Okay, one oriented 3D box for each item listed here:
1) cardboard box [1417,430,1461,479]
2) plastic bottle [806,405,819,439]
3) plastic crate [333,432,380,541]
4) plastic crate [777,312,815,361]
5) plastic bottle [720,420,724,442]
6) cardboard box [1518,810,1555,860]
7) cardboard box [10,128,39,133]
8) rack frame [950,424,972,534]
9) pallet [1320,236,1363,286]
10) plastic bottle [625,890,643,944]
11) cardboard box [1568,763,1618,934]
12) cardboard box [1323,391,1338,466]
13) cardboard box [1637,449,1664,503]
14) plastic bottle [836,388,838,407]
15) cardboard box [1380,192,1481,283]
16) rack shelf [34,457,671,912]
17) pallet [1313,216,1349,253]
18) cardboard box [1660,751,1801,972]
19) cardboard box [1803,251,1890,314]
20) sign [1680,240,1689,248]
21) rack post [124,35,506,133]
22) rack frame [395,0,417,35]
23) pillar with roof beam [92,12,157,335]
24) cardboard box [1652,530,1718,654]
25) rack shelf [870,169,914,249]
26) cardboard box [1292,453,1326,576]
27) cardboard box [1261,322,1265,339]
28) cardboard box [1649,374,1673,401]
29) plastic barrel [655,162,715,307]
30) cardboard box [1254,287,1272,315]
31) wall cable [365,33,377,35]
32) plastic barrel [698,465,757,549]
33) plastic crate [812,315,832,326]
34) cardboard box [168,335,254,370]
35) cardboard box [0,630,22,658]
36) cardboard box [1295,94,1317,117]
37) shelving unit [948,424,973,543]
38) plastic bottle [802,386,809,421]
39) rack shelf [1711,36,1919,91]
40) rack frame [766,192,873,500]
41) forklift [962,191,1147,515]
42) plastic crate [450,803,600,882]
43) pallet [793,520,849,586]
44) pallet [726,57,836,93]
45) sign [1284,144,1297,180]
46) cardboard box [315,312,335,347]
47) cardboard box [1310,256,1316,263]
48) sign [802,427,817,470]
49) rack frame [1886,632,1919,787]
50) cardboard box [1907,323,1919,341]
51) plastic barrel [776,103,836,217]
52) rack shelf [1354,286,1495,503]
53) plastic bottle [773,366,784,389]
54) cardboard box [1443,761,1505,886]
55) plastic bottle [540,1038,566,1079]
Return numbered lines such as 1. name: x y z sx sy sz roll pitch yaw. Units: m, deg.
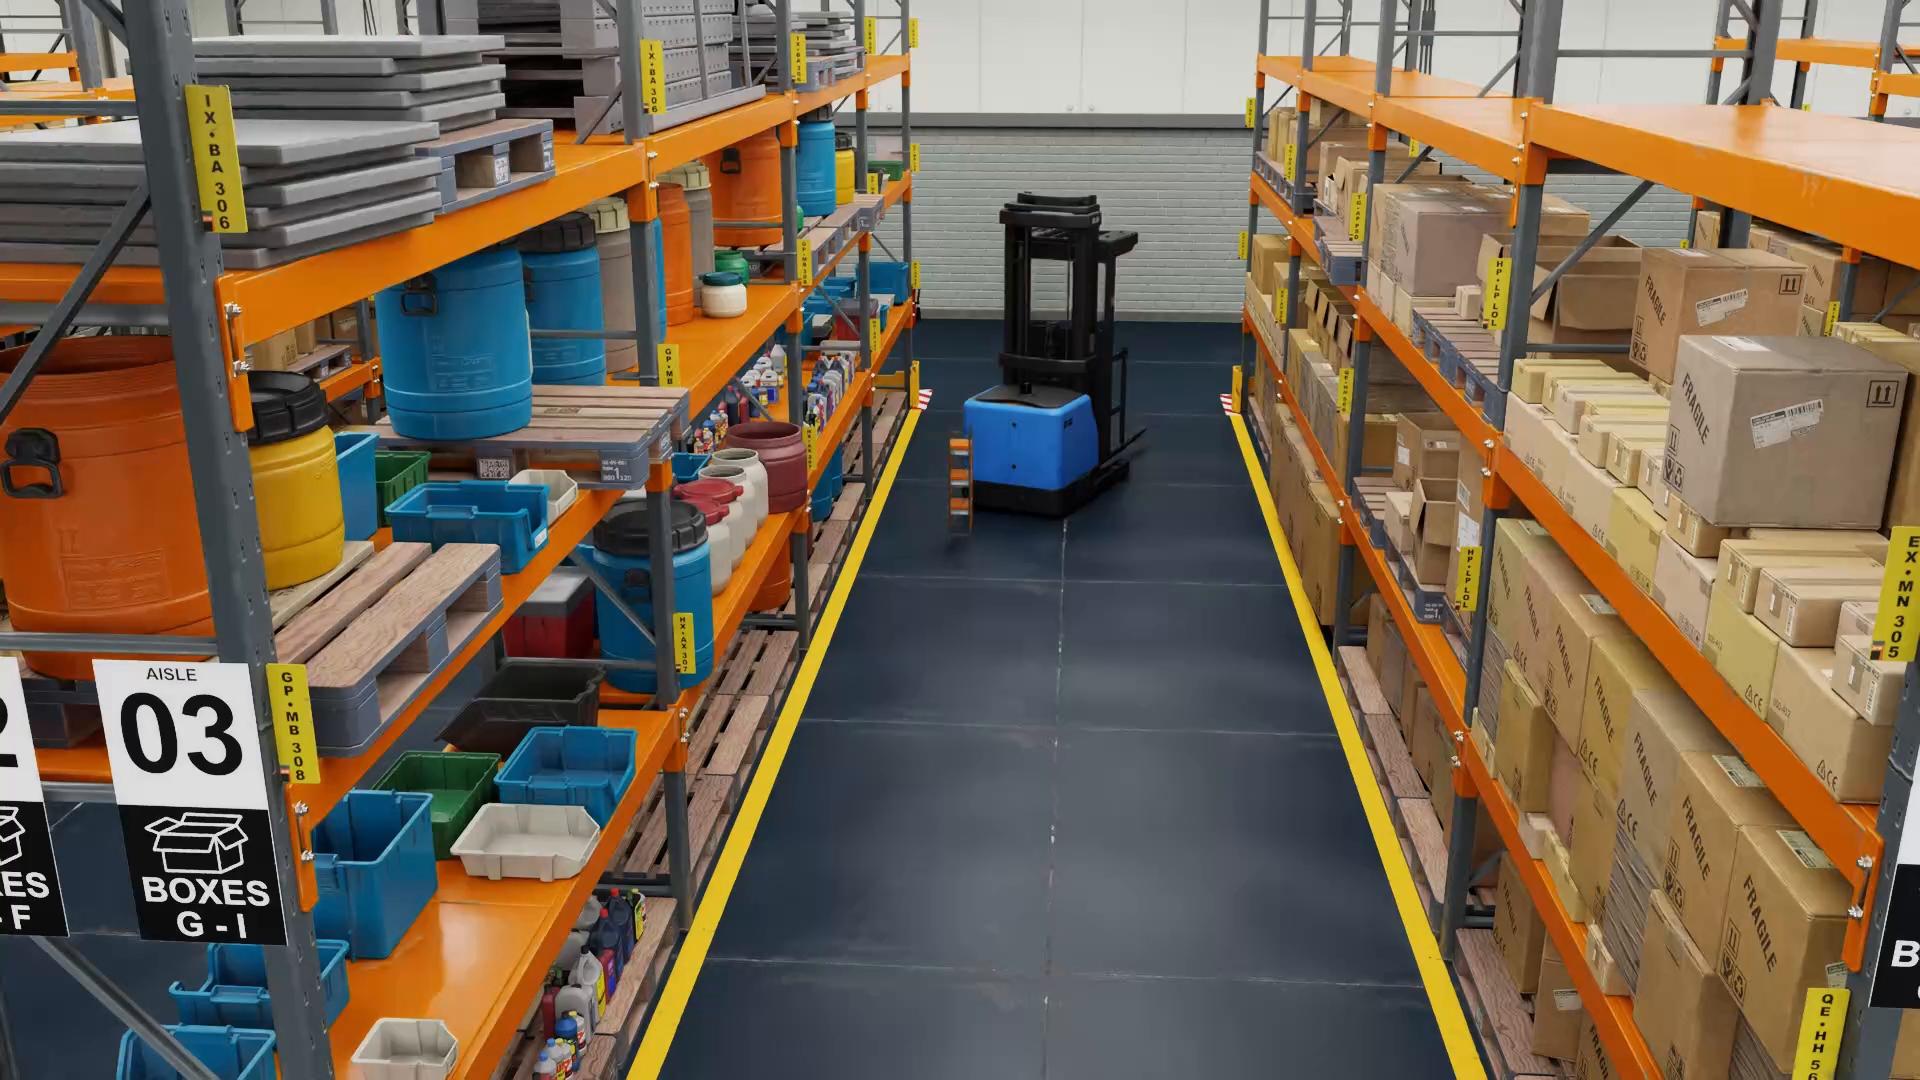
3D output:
1. cardboard box: 3.348 -0.397 10.810 0.700 0.500 0.500 4 19 12
2. plastic bottle: -1.205 -0.963 13.578 0.097 0.271 0.097 0 18 0
3. plastic crate: -2.390 -0.137 6.059 0.392 0.384 0.575 1 18 4
4. plastic crate: -1.673 -2.021 16.529 0.392 0.384 0.575 1 18 4
5. plastic bottle: -1.972 -0.904 13.510 0.097 0.201 0.097 0 18 0
6. cardboard box: 2.597 1.238 7.059 0.380 0.149 0.250 1 18 4
7. cardboard box: -10.785 -4.517 18.806 0.500 0.250 0.500 1 18 2
8. rack frame: 0.013 -0.553 15.253 0.200 1.050 0.008 1 18 4
9. pallet: 3.281 -2.031 12.117 1.213 0.211 1.003 2 18 6
10. plastic bottle: -1.645 1.876 8.363 0.061 0.283 0.133 2 18 7
11. cardboard box: 2.823 1.164 6.242 0.875 0.500 0.500 1 18 4
12. cardboard box: 3.117 -0.855 12.882 0.500 0.500 0.500 1 18 3
13. cardboard box: 2.630 -0.215 5.872 0.380 0.149 0.250 2 18 5
14. plastic bottle: -1.125 -1.275 14.642 0.097 0.201 0.097 0 18 0
15. cardboard box: 2.957 -1.907 10.472 0.500 0.500 0.500 1 18 4
16. rack shelf: -2.083 0.175 6.236 1.077 0.370 4.000 1 18 4
17. pallet: 3.358 -2.378 13.177 1.003 0.211 1.213 2 18 6
18. cardboard box: 2.537 0.995 5.153 0.500 0.500 0.500 1 18 4
19. cardboard box: 8.278 -2.410 15.545 0.500 0.500 0.500 1 18 2
20. sign: 8.260 -3.260 18.992 0.100 0.325 0.005 1 18 4
21. rack post: -2.119 -1.538 5.612 0.937 0.300 0.954 1 18 3
22. rack frame: -6.020 -6.052 19.268 1.000 3.000 0.127 1 18 4
23. pillar with roof beam: -7.336 -6.923 21.927 9.100 9.000 0.400 1 18 4
24. cardboard box: 2.573 0.167 5.347 0.500 0.250 0.500 2 18 5
25. rack shelf: -1.223 -3.552 17.610 1.077 0.370 4.000 1 18 4
26. cardboard box: 3.429 -0.175 13.704 1.225 0.875 0.875 1 18 4
27. cardboard box: 3.380 -2.197 17.542 0.380 0.149 0.250 2 18 5
28. cardboard box: 3.155 -0.607 7.069 0.380 0.149 0.250 1 18 5
29. plastic barrel: -1.928 -2.018 10.970 0.600 0.901 0.600 0 18 0
30. cardboard box: 3.487 -2.588 18.095 0.500 0.250 0.500 1 18 2
31. wall cable: -10.199 -6.434 25.422 3.097 2.526 0.112 1 18 4
32. plastic barrel: -1.544 -0.203 10.872 0.421 0.512 0.421 0 18 0
33. plastic crate: -1.541 -2.298 17.773 0.293 0.136 0.466 1 18 4
34. cardboard box: -6.405 -1.441 13.997 0.700 0.500 0.500 5 19 14
35. cardboard box: -6.493 0.766 10.935 0.500 0.311 0.500 2 18 5
36. cardboard box: 3.706 -4.428 16.929 0.500 0.250 0.500 1 18 2
37. shelving unit: 0.004 -0.516 15.137 0.215 1.050 0.252 1 18 4
38. plastic bottle: -1.346 -1.150 14.023 0.144 0.351 0.185 1 18 4
39. rack shelf: 8.657 -4.723 16.373 1.077 0.370 4.000 1 18 4
40. rack frame: -1.366 -1.847 16.070 1.000 3.000 0.127 1 18 4
41. forklift: 1.109 -2.048 16.795 1.130 2.935 3.031 8 20 24
42. plastic crate: -1.803 1.273 6.972 0.530 0.136 0.437 1 18 4
43. pallet: -1.548 0.097 14.616 1.003 0.211 1.213 1 18 4
44. pallet: -1.570 -3.399 12.118 1.213 0.211 1.003 1 18 4
45. sign: 3.020 -3.457 15.209 0.100 0.325 0.005 1 18 4
46. cardboard box: -6.527 -2.167 16.886 0.500 0.500 0.500 2 18 5
47. cardboard box: 4.088 -3.248 18.904 0.500 0.500 0.500 2 18 5
48. sign: -1.104 -0.672 12.222 0.100 0.325 0.005 1 18 4
49. rack frame: 2.714 -0.860 3.424 1.000 3.000 0.127 1 18 4
50. cardboard box: 8.680 -1.828 14.786 0.380 0.149 0.250 2 18 6
51. plastic barrel: -1.336 -3.177 13.831 0.600 0.901 0.708 1 18 4
52. rack shelf: 3.144 -0.957 9.690 1.077 0.370 4.000 1 18 4
53. plastic bottle: -1.680 -1.507 15.350 0.097 0.201 0.097 0 18 0
54. cardboard box: 3.066 1.537 9.051 0.700 0.500 0.500 0 18 0
55. plastic bottle: -1.754 2.274 7.169 0.097 0.271 0.097 0 18 0
